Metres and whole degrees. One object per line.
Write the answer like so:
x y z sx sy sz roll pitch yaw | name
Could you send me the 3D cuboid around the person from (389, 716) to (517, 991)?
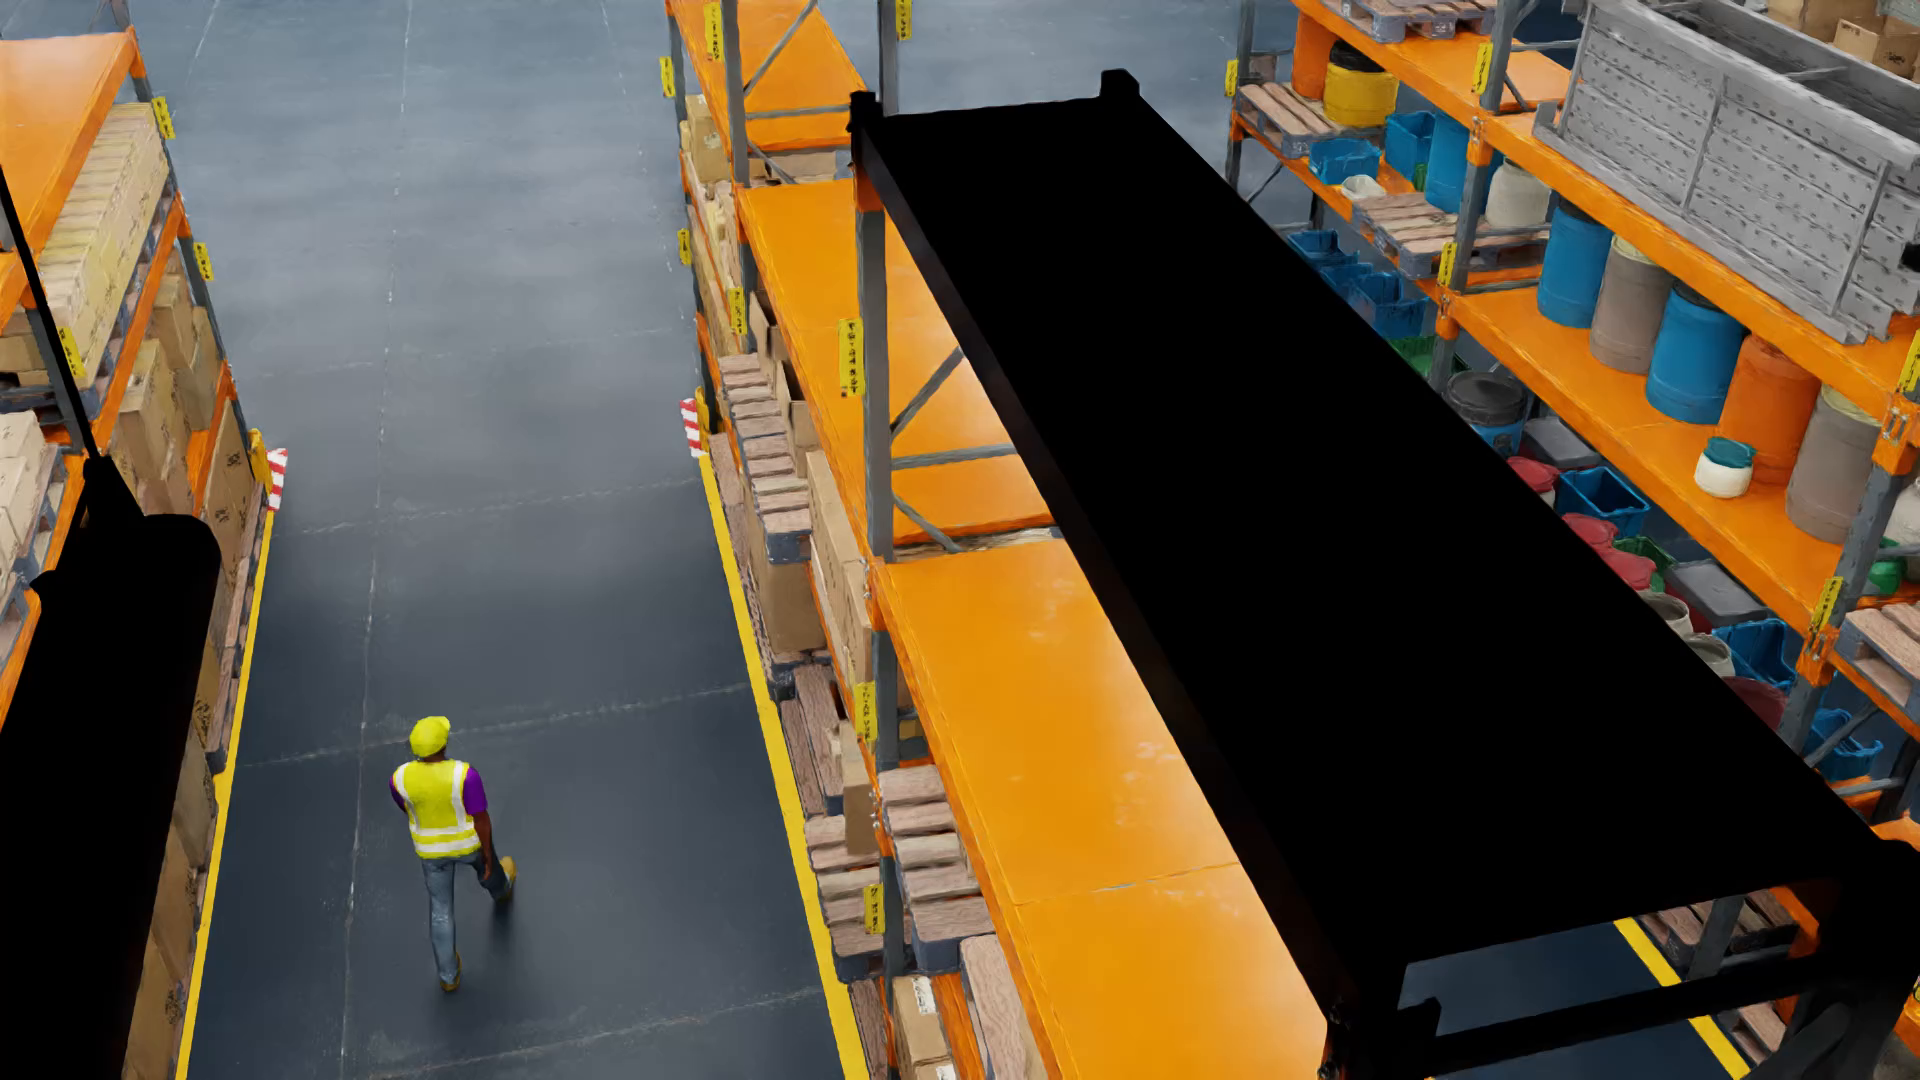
-3.071 1.757 10.004 0.569 1.708 1.042 -3 35 -5 | person
